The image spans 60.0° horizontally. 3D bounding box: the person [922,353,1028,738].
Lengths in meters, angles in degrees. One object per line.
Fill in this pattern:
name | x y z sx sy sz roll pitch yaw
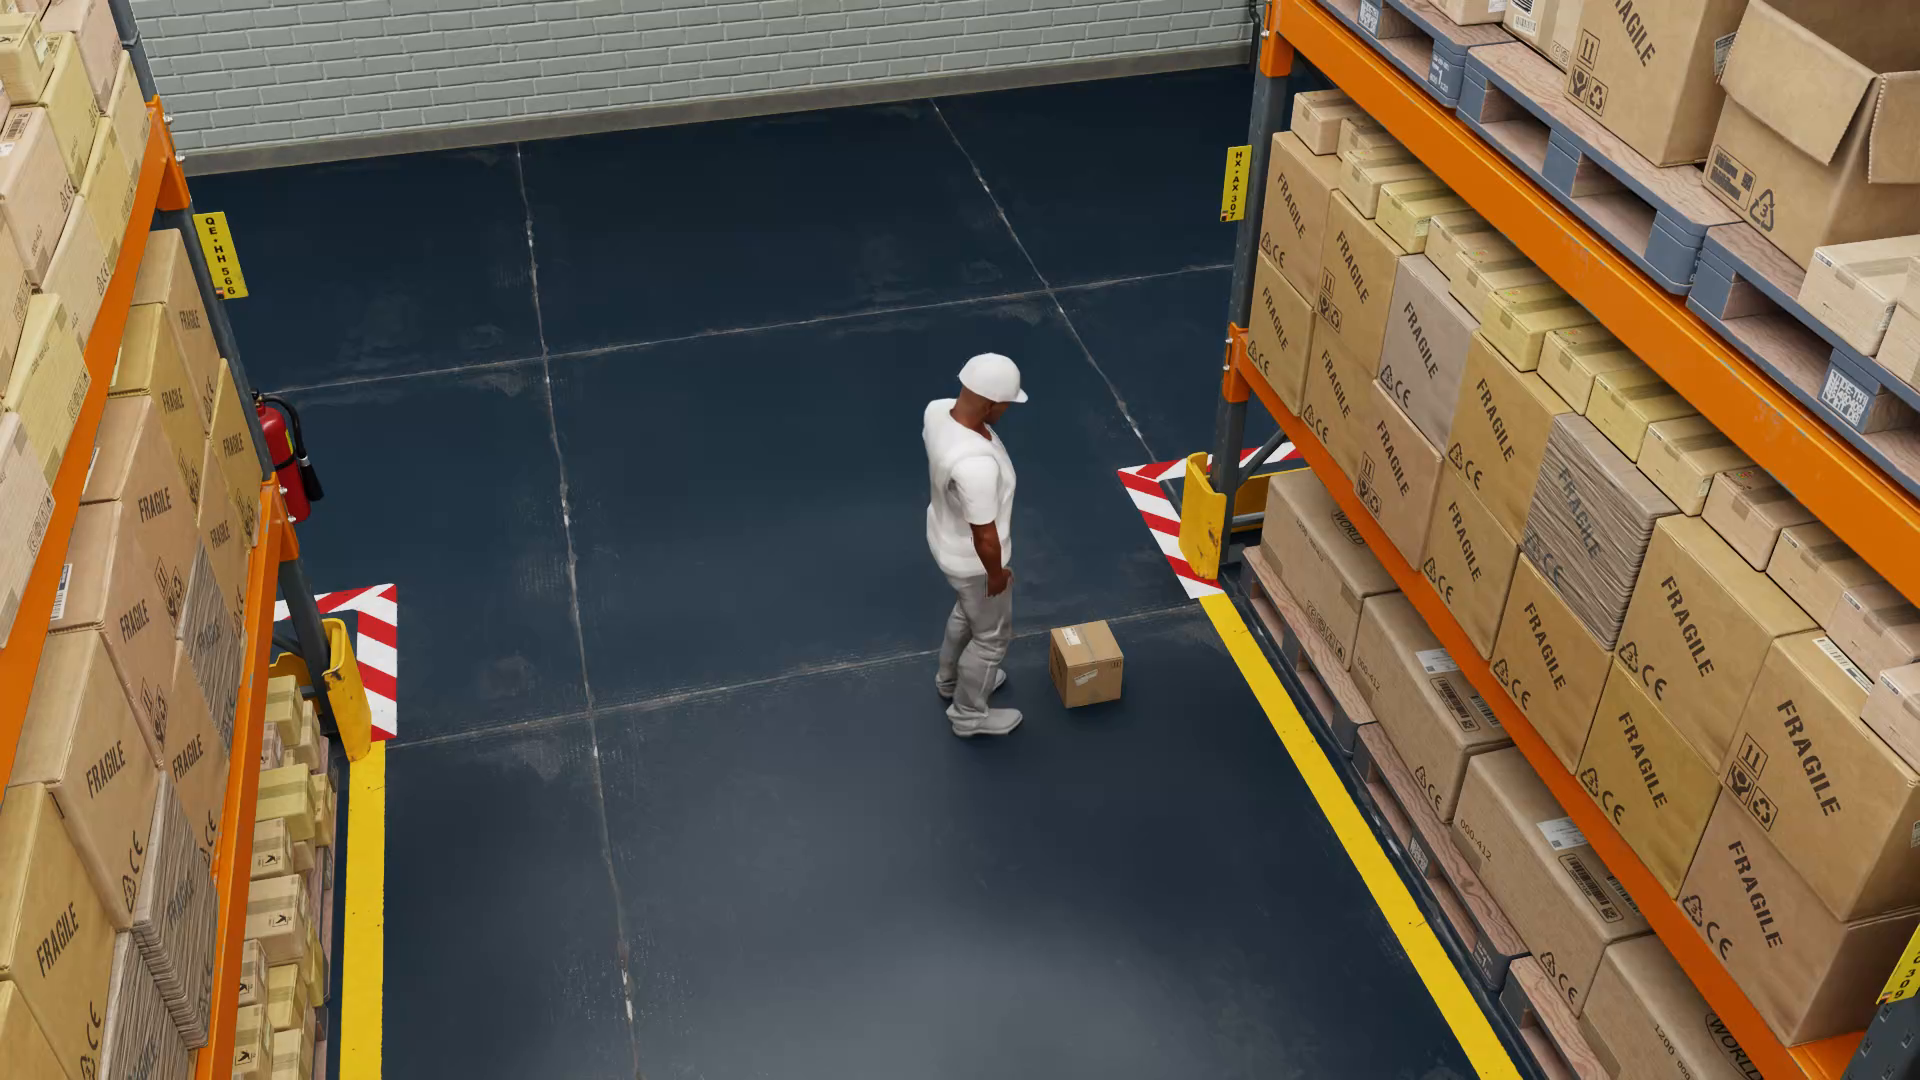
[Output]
person | 0.066 0.014 6.692 0.390 1.748 0.575 -9 39 -11
